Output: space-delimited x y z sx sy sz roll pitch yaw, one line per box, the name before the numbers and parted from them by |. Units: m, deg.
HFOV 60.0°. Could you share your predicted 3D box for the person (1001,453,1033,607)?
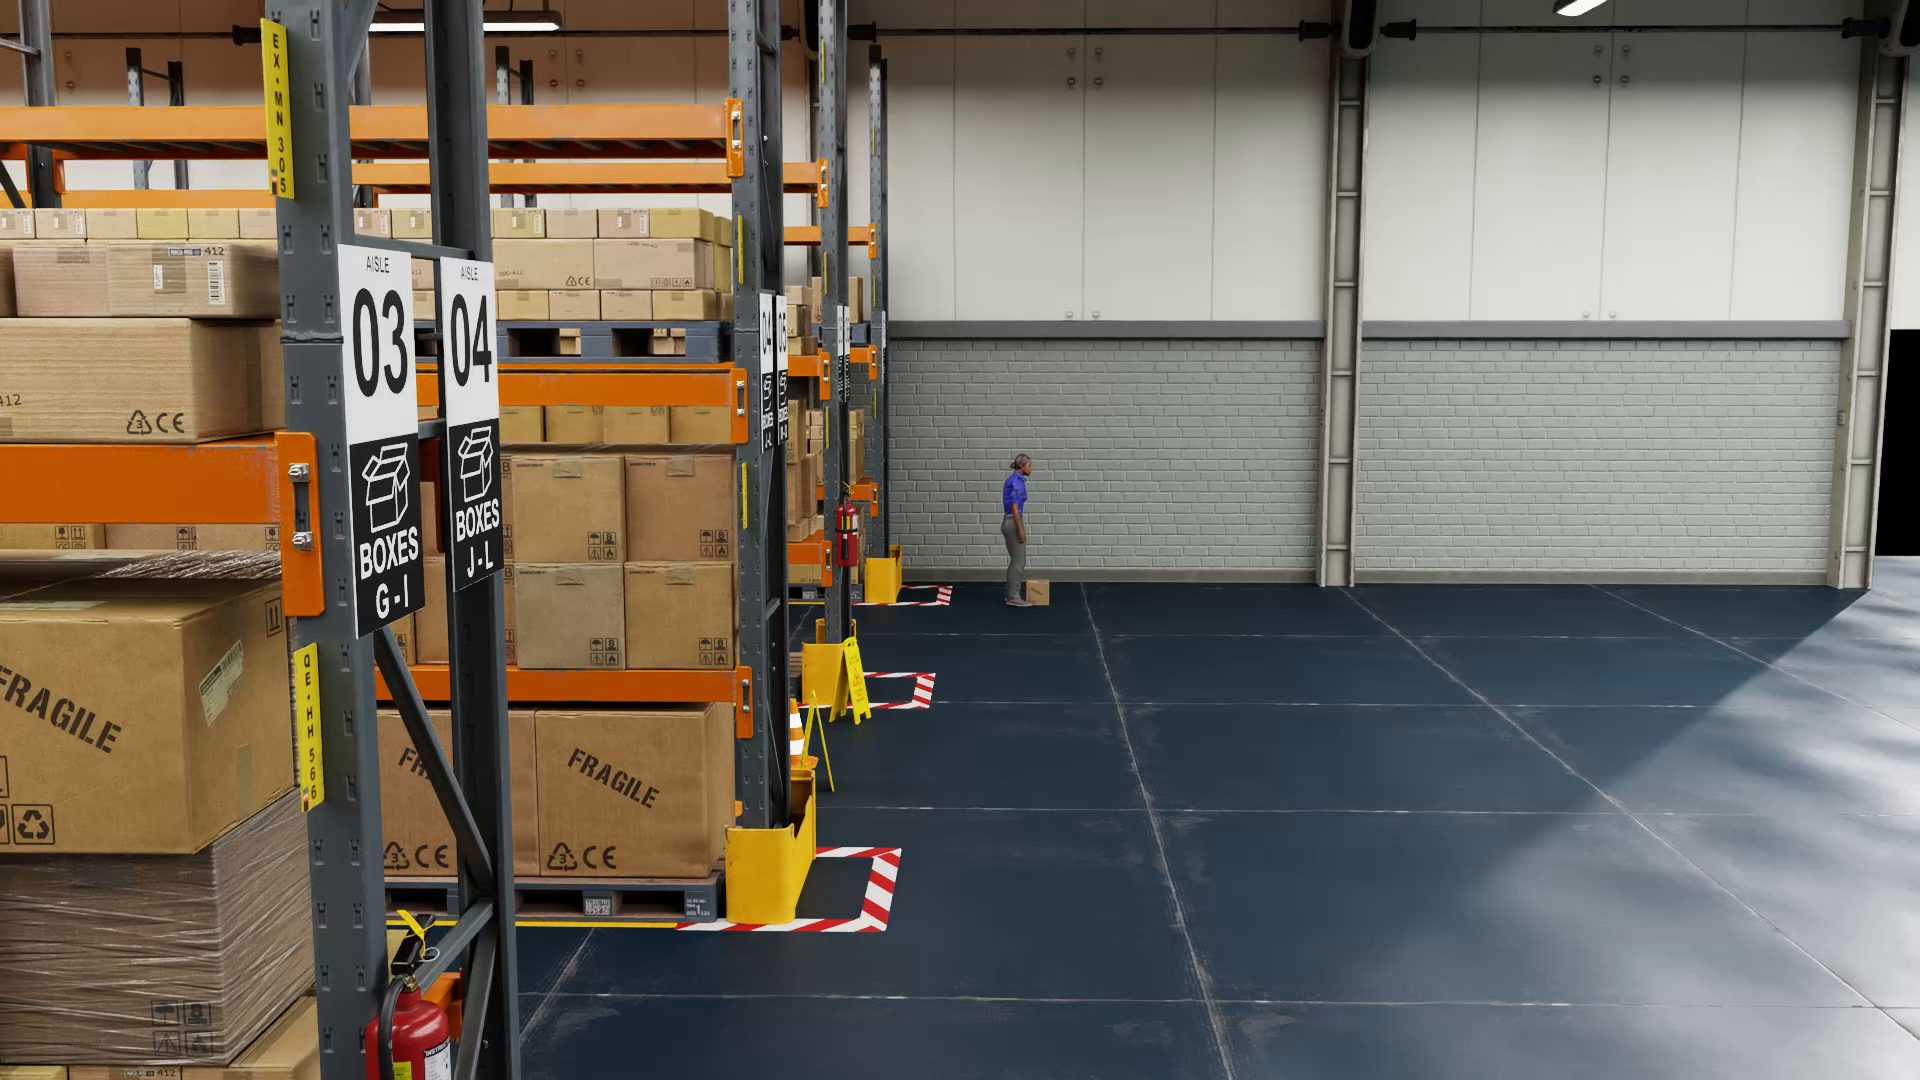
person | 0.625 -0.120 18.227 0.346 1.655 0.532 0 7 -2
